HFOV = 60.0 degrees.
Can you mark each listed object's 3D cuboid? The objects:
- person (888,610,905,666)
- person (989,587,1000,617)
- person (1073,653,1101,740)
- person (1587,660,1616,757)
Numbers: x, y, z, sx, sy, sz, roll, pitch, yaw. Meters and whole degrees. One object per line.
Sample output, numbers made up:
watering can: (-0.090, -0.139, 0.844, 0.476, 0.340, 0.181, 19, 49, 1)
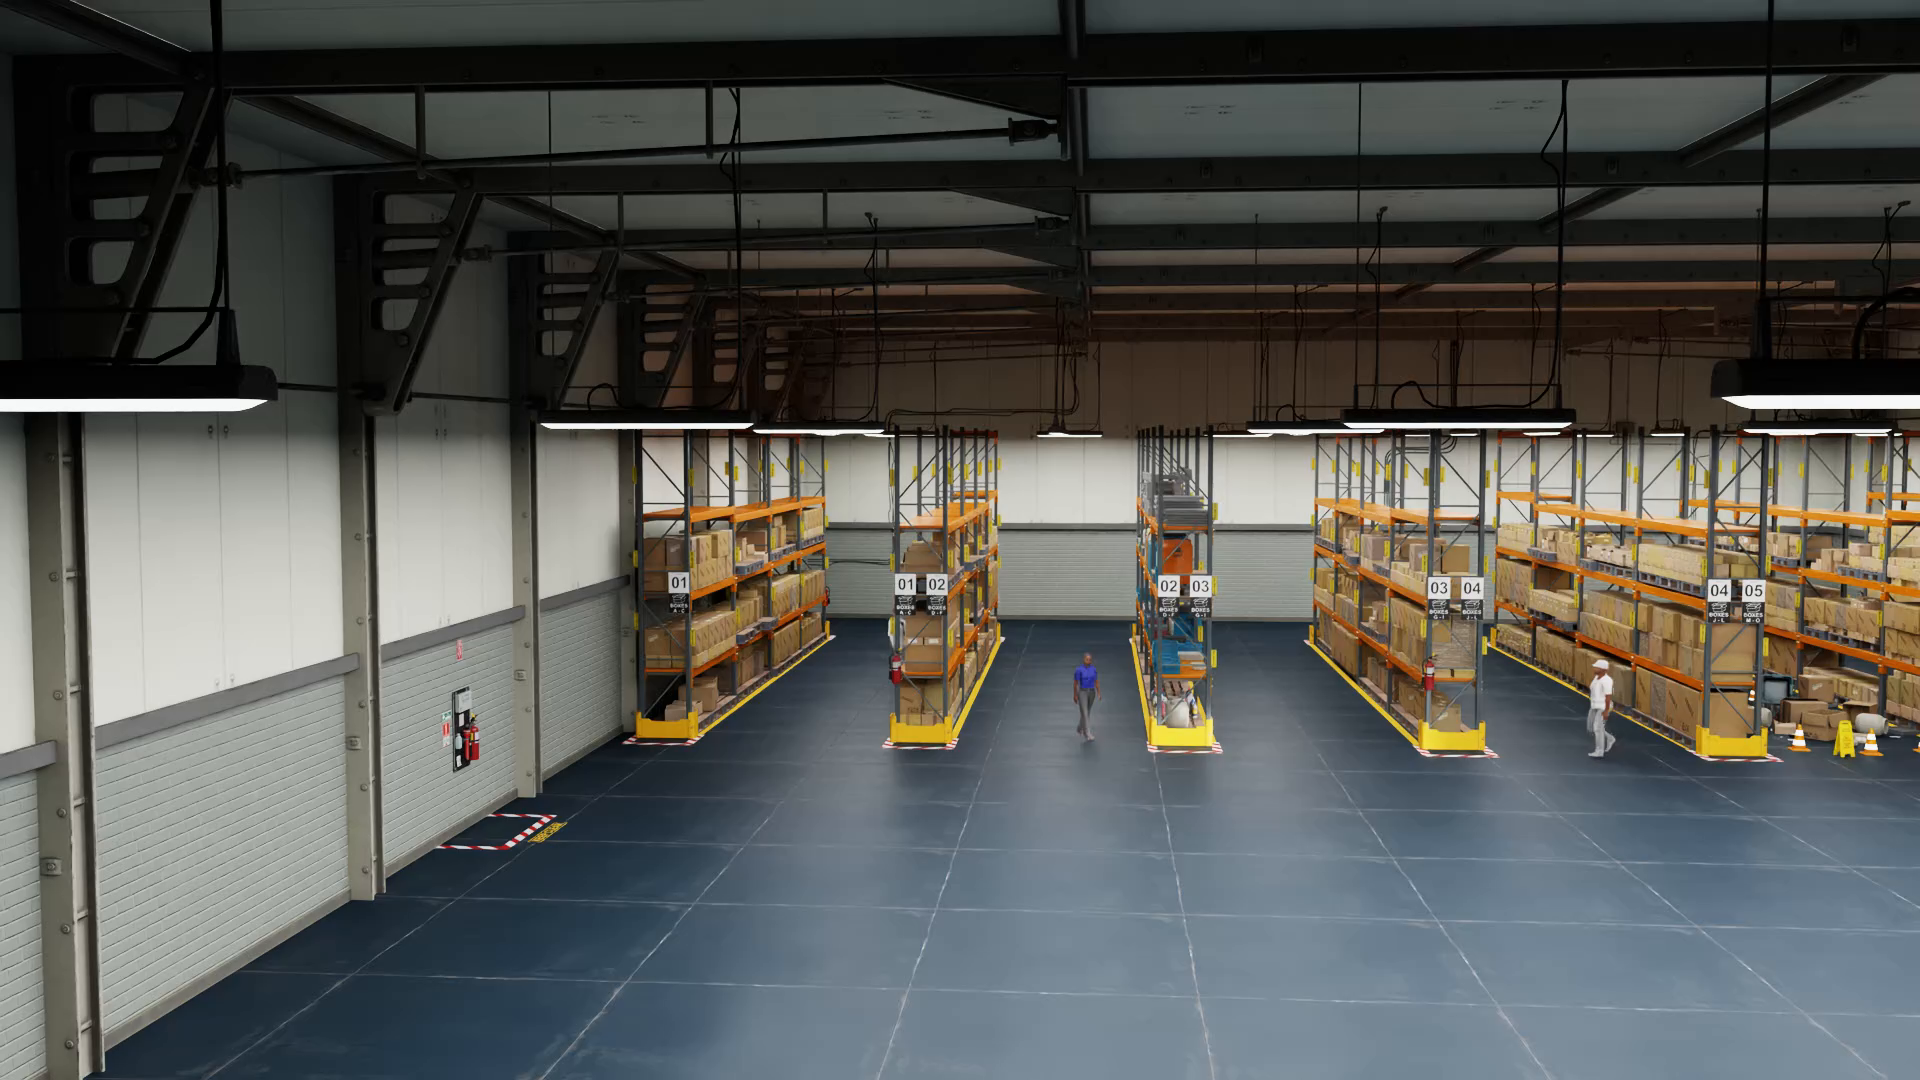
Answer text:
person: (-1.507, 2.475, 40.347, 0.467, 1.616, 0.935, 0, 3, -4)
person: (0.909, 1.848, 50.124, 0.553, 1.763, 0.945, -2, 4, -28)
person: (2.452, 2.977, 31.859, 0.486, 1.624, 0.896, -2, 4, -29)
person: (11.604, 3.029, 29.975, 0.617, 1.751, 0.555, -1, 3, -11)
